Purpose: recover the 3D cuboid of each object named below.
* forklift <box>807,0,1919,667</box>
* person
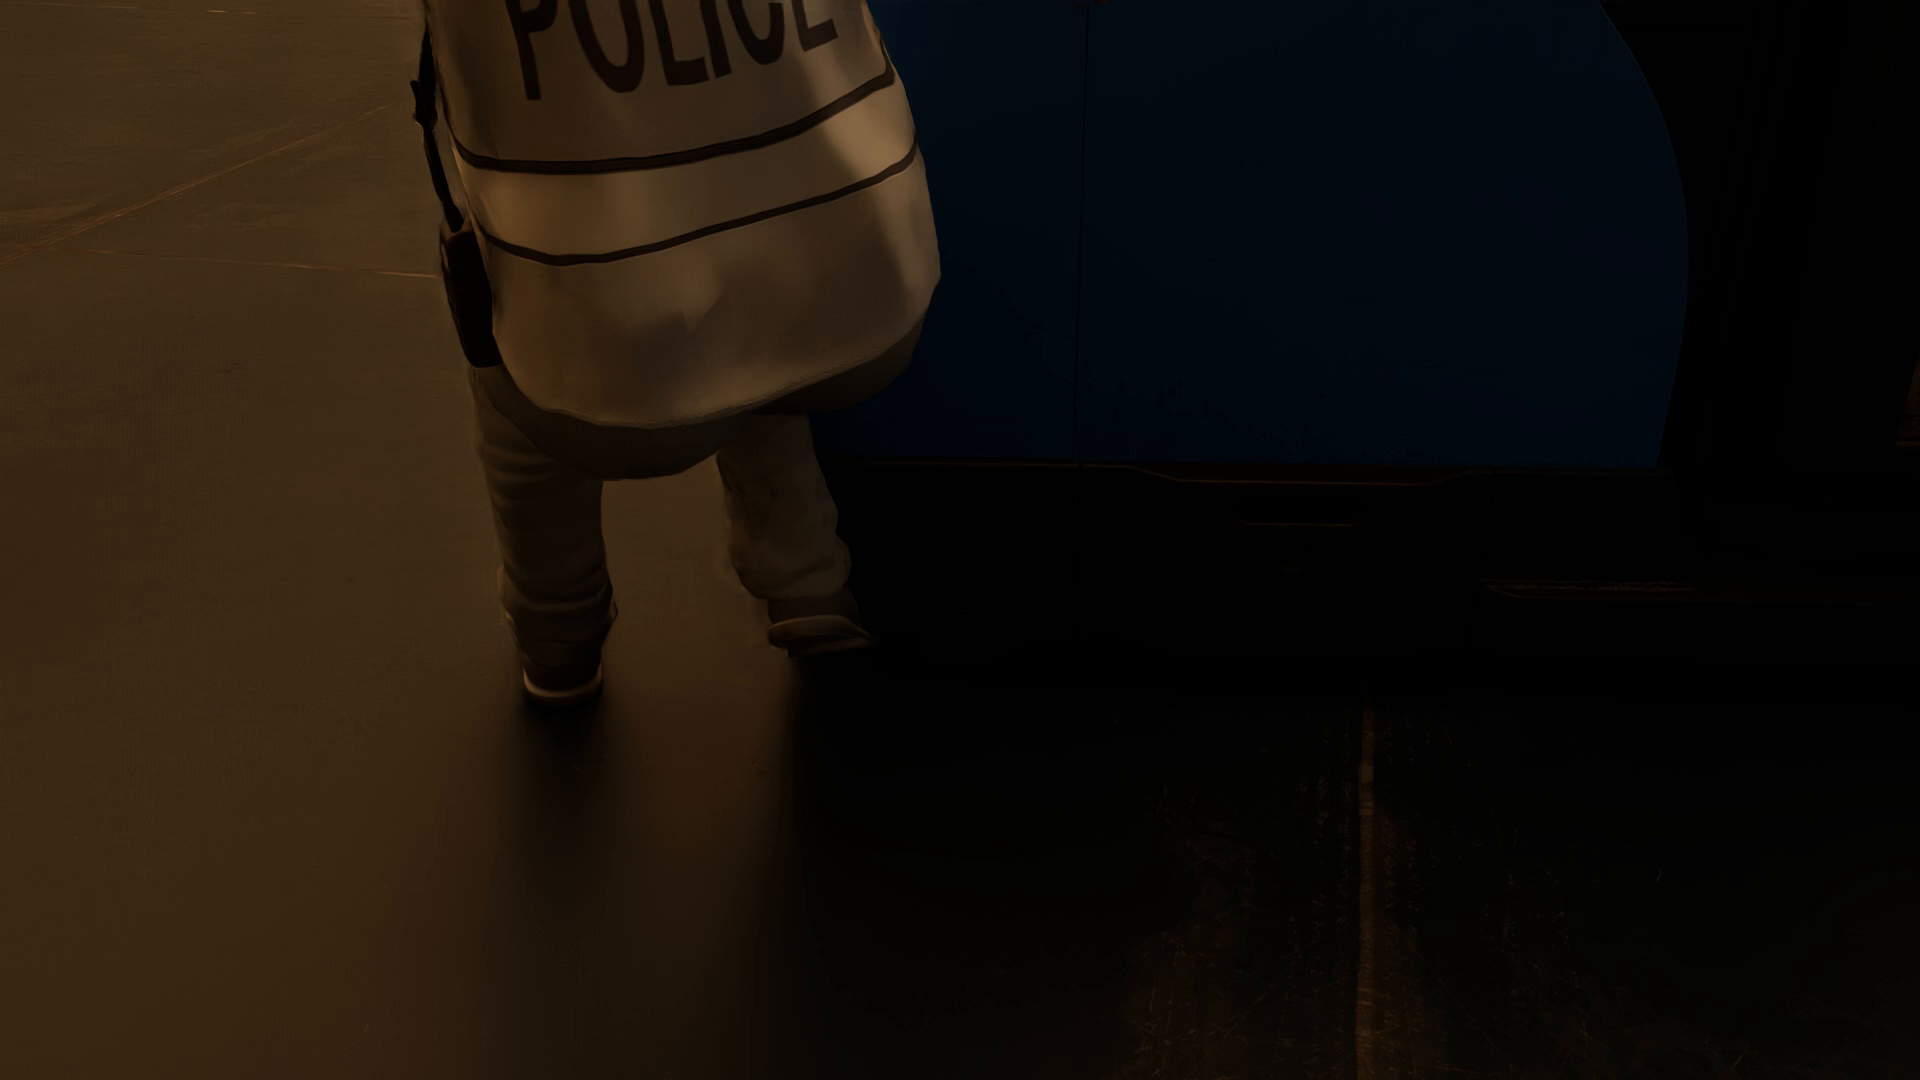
[{"bbox_3d":[1.298,-1.336,1.894,3.031,2.935,1.130,1,27,2],"label":"forklift"},{"bbox_3d":[-0.345,-0.402,1.697,0.900,1.428,0.824,-14,30,-26],"label":"person"}]
